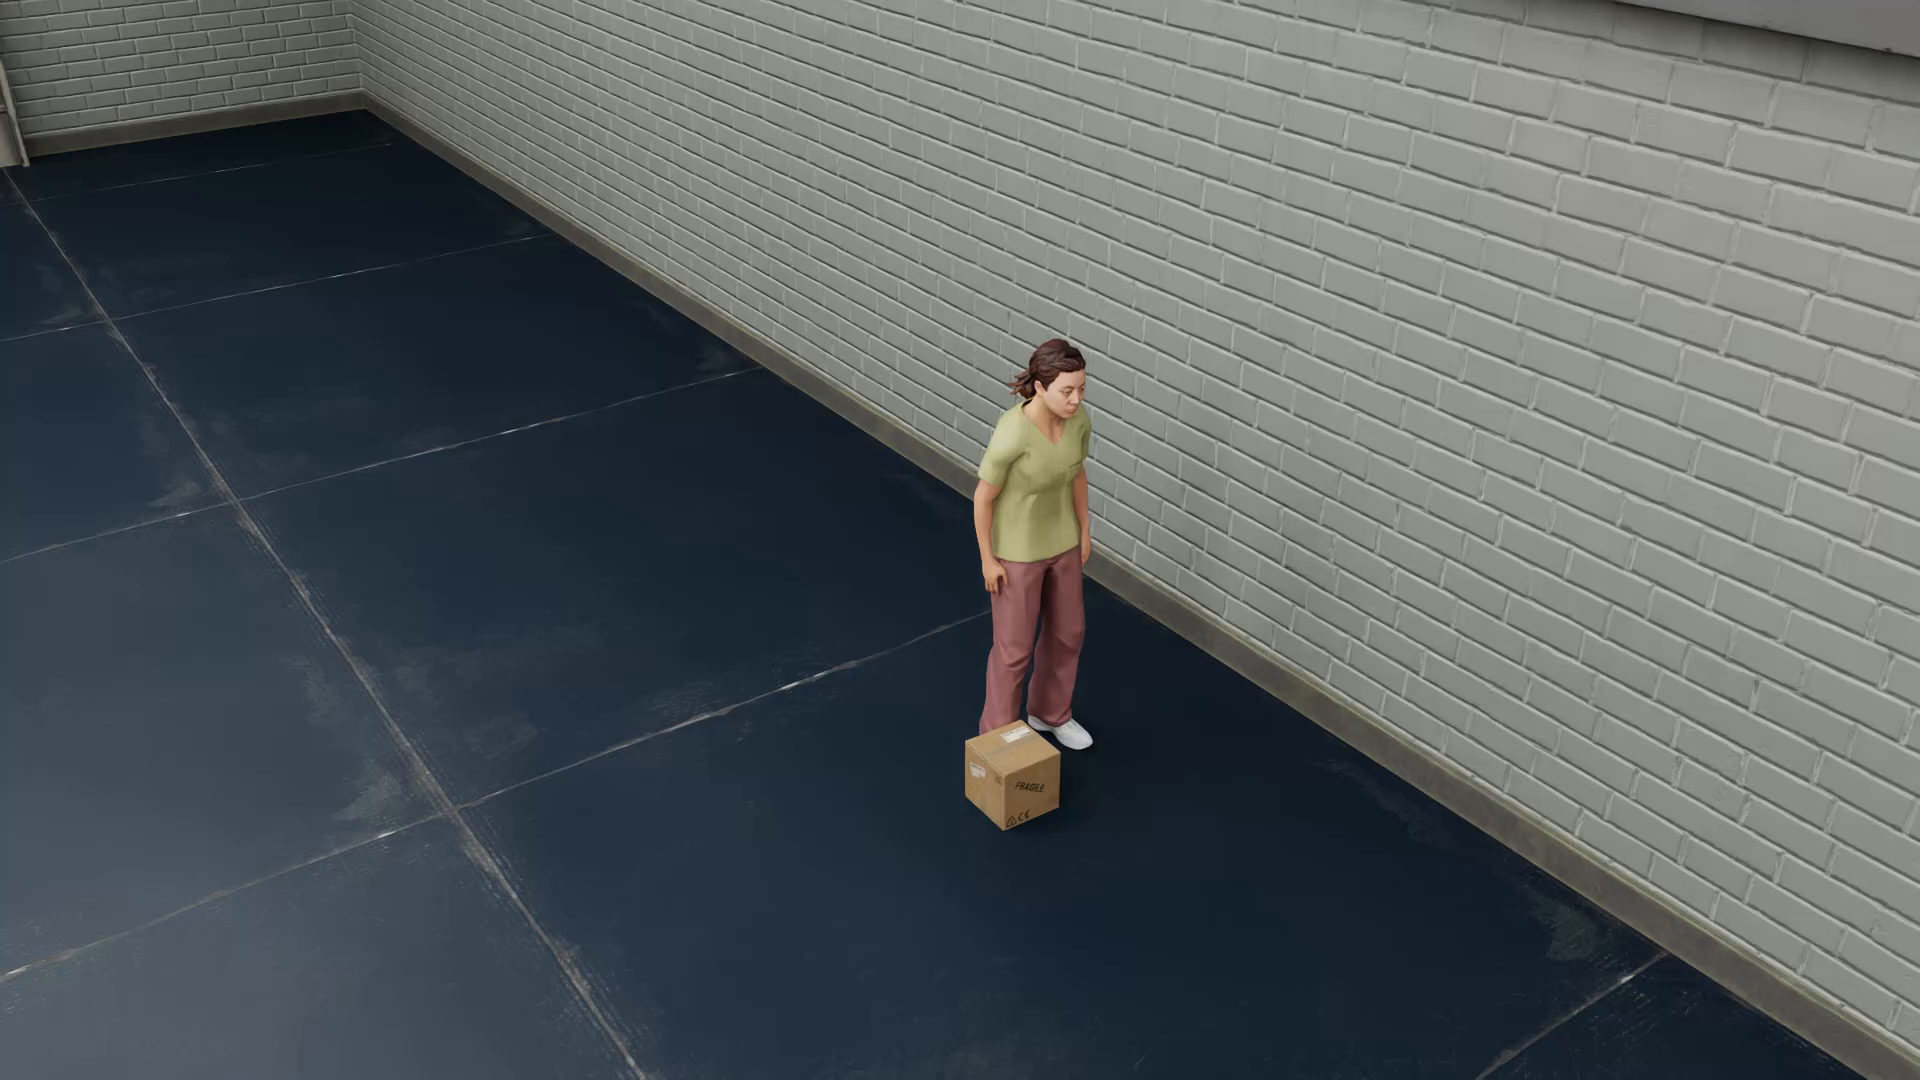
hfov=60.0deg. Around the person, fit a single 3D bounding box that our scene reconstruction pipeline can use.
[{"bbox_3d":[0.291,0.050,6.035,0.497,1.672,0.363,-19,34,-31],"label":"person"}]
